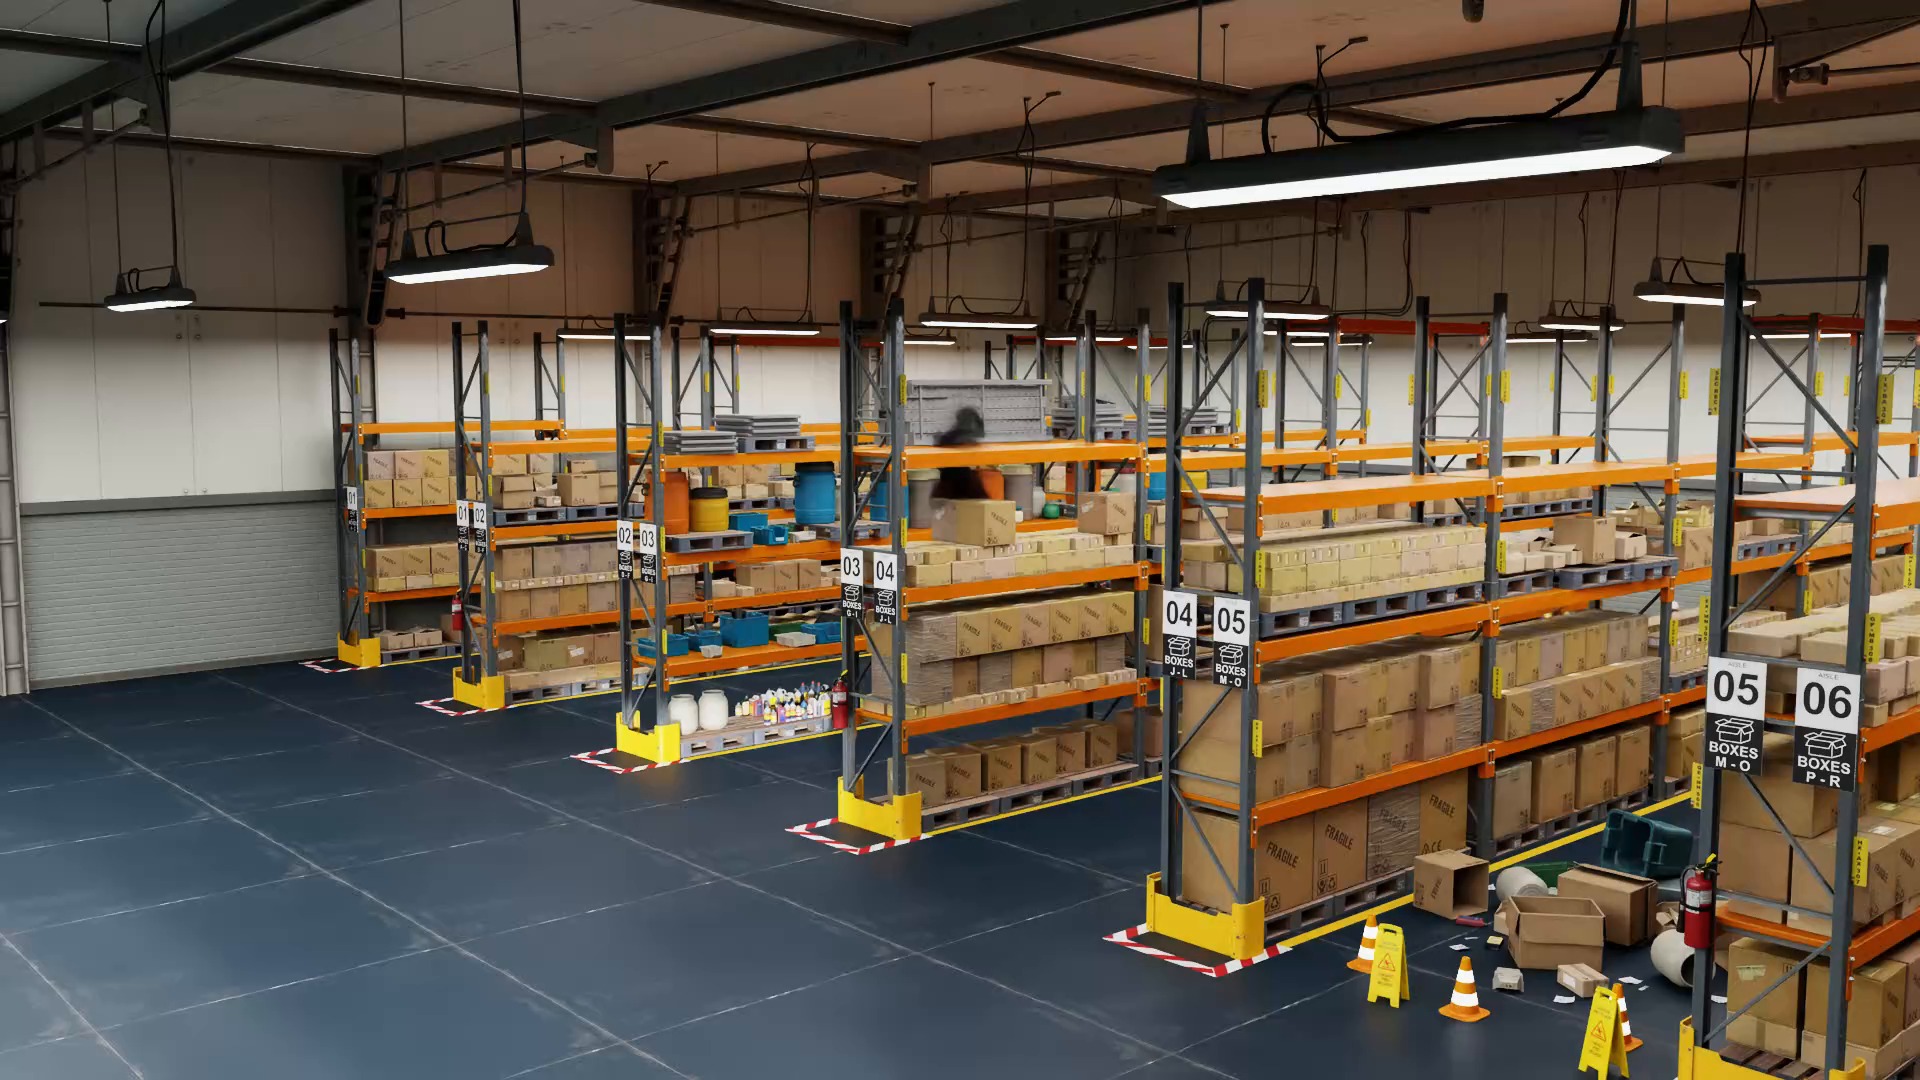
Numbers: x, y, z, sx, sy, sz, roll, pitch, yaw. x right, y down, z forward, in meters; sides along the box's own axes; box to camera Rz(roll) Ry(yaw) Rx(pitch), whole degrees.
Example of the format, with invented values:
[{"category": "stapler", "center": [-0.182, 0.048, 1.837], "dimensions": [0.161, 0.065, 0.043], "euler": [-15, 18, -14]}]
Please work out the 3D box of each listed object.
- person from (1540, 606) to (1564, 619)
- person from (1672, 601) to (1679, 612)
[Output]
[{"category": "person", "center": [9.167, 1.740, 25.603], "dimensions": [0.701, 1.765, 0.971], "euler": [5, 7, 40]}, {"category": "person", "center": [10.647, 1.812, 25.020], "dimensions": [0.777, 1.834, 0.631], "euler": [-5, 8, -44]}]
